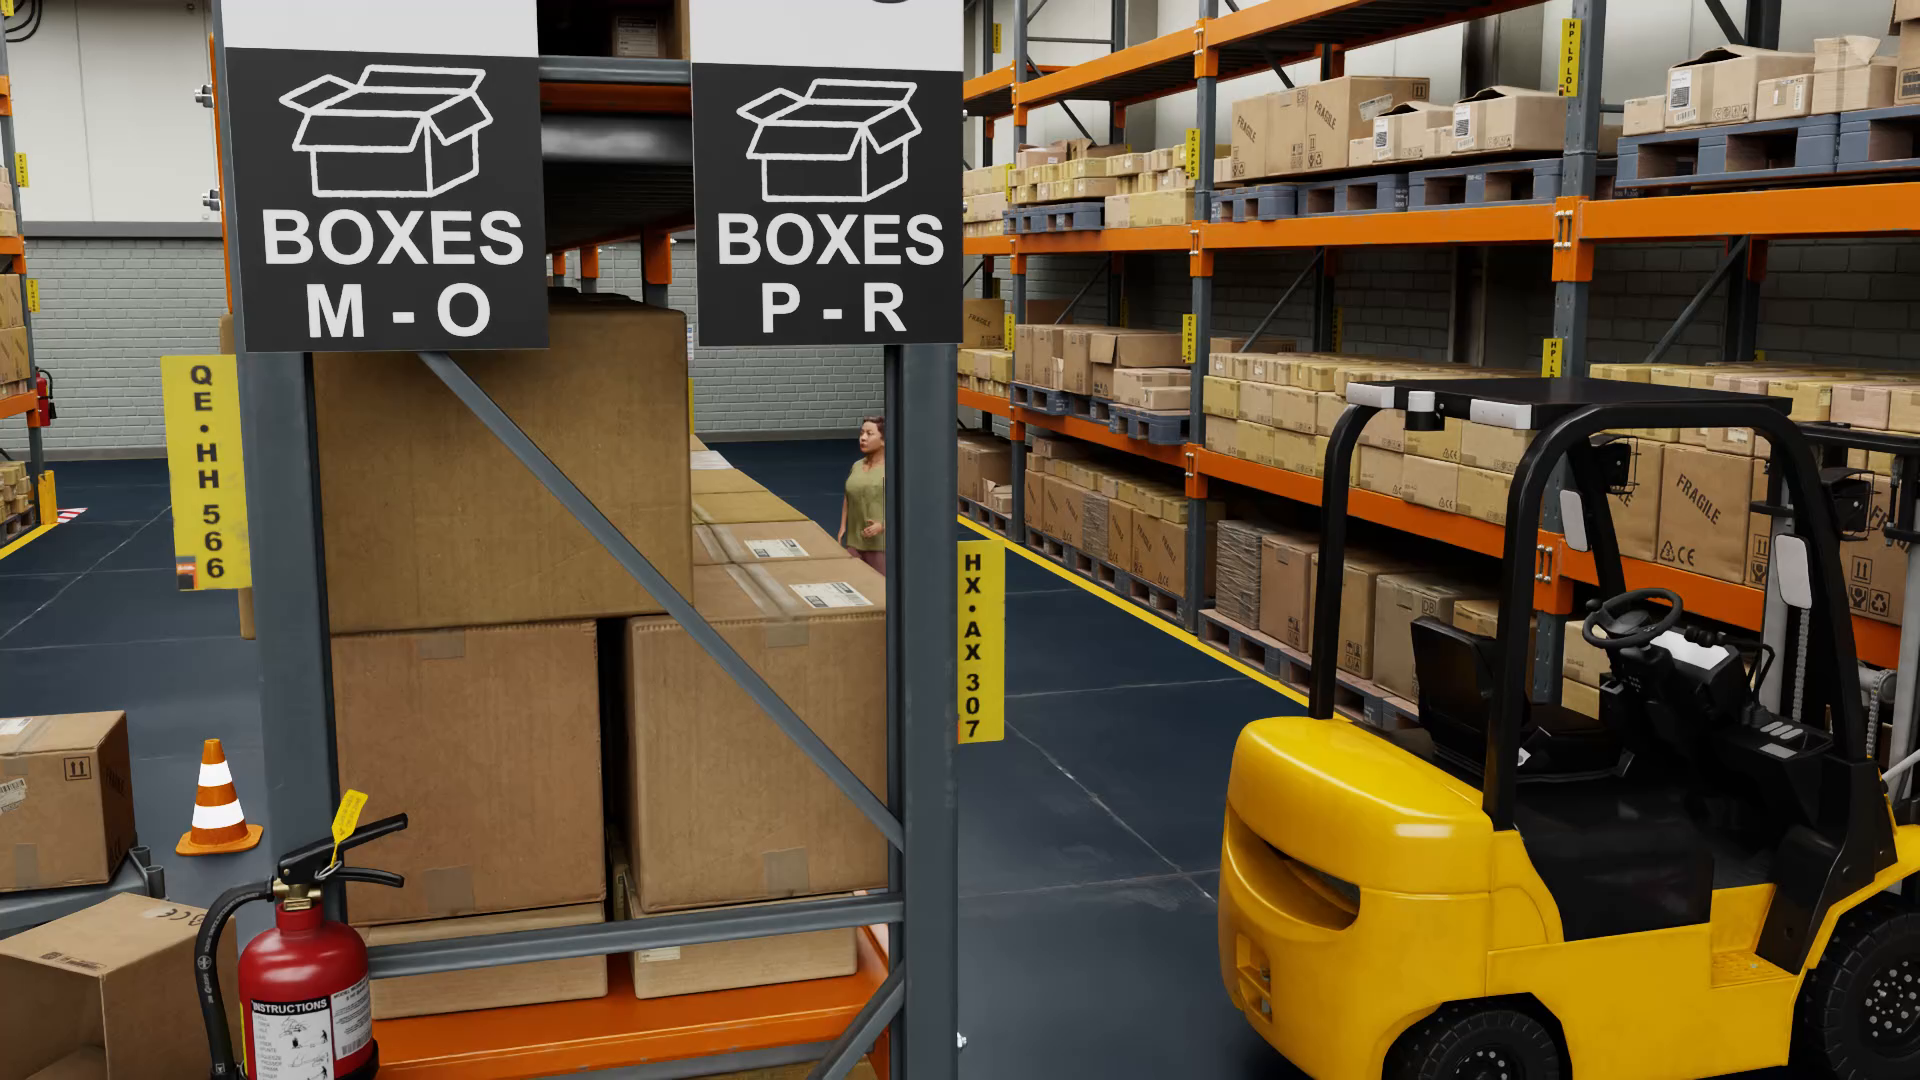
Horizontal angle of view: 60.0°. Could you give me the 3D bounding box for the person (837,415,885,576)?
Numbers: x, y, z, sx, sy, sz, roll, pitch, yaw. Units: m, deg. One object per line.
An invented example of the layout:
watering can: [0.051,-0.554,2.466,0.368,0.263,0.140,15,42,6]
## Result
person: [-0.565,0.088,10.042,0.639,1.674,0.526,7,11,35]
